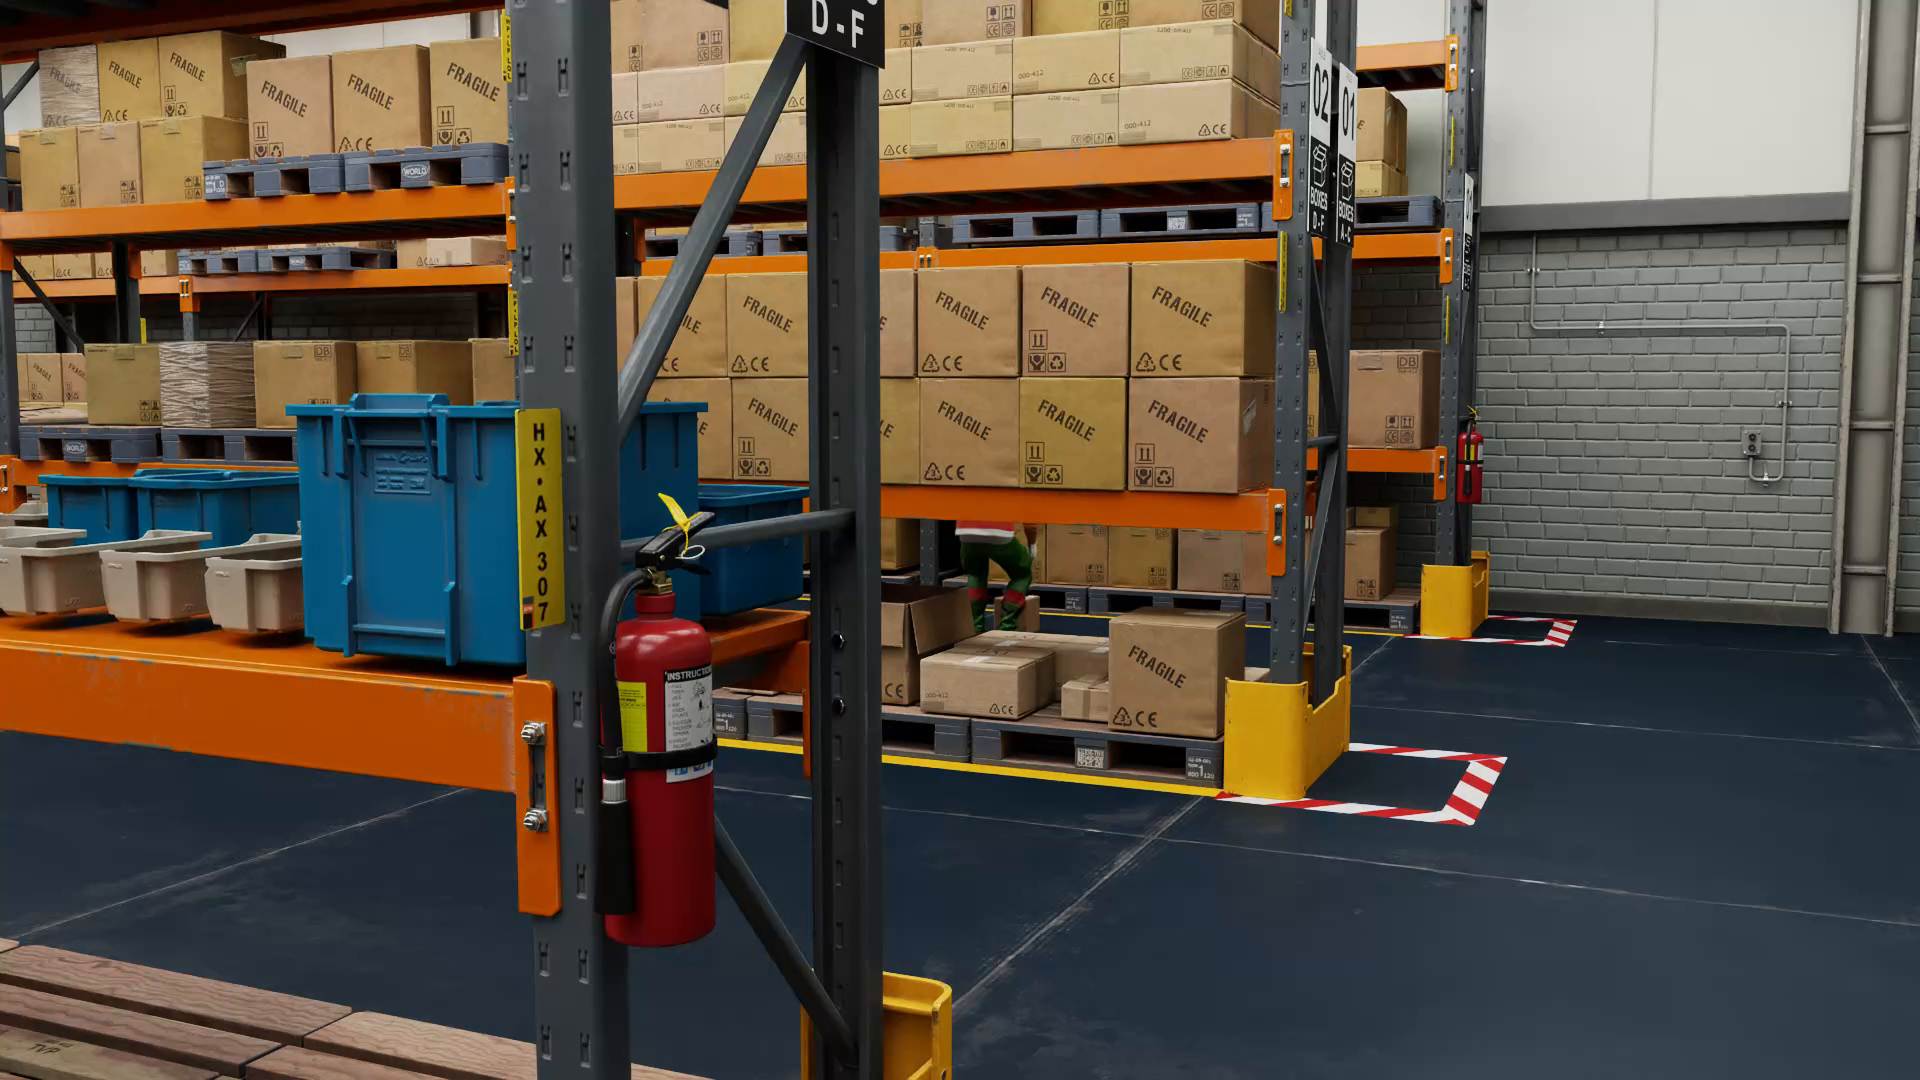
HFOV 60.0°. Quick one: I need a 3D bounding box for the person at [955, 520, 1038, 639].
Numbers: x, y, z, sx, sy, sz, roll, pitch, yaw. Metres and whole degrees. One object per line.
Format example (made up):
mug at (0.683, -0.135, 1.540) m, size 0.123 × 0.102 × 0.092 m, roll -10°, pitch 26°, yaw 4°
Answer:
person at (0.220, -0.012, 11.452) m, size 0.584 × 1.412 × 0.766 m, roll 2°, pitch 6°, yaw 24°
